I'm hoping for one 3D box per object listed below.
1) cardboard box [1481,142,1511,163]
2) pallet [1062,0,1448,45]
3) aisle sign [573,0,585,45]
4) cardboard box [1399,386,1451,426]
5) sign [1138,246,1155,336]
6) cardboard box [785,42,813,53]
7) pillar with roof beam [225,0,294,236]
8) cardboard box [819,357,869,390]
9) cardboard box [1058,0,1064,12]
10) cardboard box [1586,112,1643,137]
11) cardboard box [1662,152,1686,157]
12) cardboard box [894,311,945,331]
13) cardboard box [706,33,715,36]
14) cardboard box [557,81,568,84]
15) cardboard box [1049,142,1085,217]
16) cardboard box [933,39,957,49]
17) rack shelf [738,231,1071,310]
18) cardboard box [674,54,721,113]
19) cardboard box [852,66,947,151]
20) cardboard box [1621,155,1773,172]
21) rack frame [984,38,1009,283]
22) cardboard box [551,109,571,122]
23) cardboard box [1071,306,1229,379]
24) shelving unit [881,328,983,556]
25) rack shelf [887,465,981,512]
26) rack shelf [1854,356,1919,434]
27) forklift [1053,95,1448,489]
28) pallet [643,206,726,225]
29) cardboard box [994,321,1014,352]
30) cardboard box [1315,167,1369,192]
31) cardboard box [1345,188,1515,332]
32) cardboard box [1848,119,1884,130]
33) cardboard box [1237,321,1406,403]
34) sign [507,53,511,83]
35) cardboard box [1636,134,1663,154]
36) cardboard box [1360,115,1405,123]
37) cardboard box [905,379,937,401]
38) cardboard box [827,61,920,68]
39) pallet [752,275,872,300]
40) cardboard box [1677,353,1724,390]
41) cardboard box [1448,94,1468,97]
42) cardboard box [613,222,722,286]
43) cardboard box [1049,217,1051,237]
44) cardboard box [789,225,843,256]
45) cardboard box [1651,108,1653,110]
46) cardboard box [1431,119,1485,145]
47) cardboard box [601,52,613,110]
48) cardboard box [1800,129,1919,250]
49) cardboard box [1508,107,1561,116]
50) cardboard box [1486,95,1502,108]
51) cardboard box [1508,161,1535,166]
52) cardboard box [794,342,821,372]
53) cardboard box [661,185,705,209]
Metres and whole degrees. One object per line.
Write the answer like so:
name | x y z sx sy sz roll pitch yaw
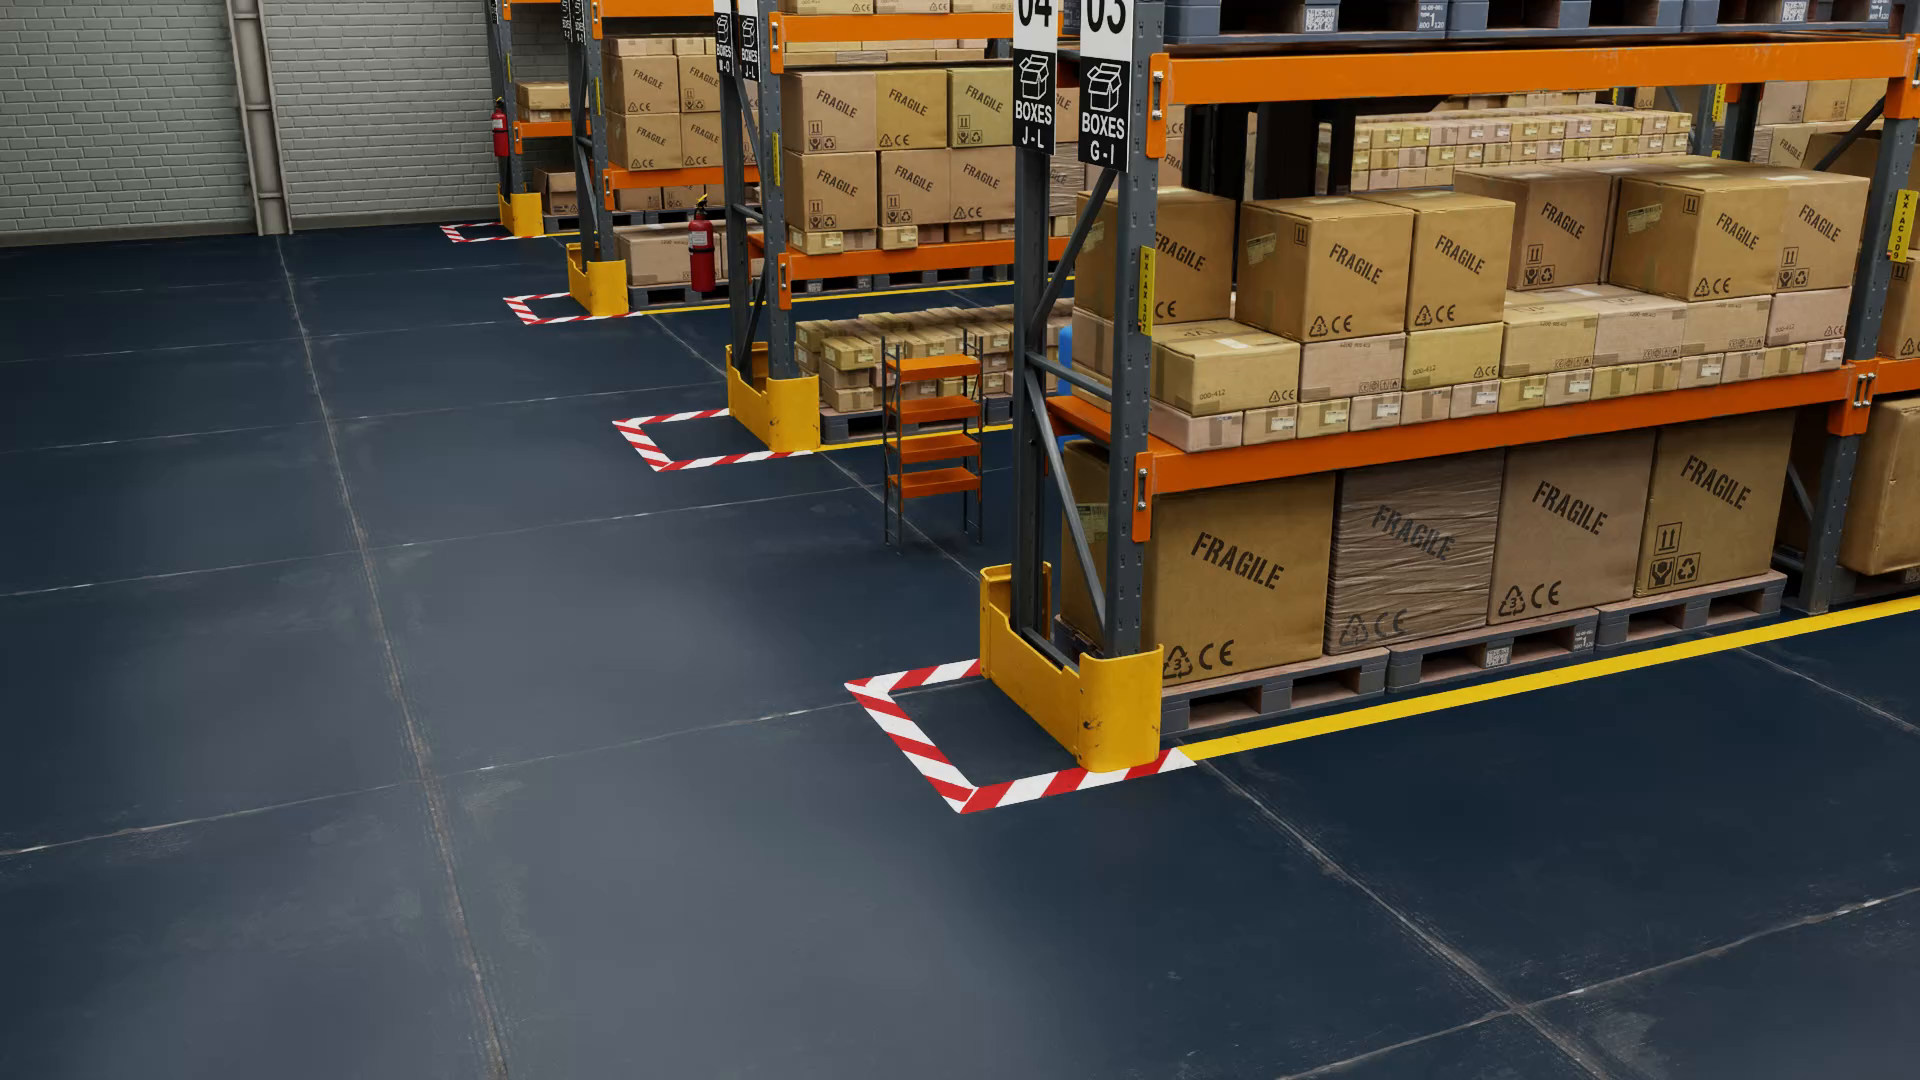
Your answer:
cardboard box | 4.032 -3.015 12.865 0.250 0.149 0.380 -9 21 -23
pallet | 1.161 -2.131 6.674 1.213 0.211 1.003 -8 21 -22
aisle sign | -3.392 -4.807 14.744 0.004 0.787 0.394 -8 21 -22
cardboard box | 1.884 -0.620 7.145 0.250 0.149 0.380 -9 21 -23
sign | 0.698 -0.933 6.231 0.005 0.325 0.100 -8 21 -22
cardboard box | -1.565 -4.657 15.599 0.250 0.149 0.380 -9 21 -23
pillar with roof beam | -6.538 -6.629 14.800 0.400 9.000 9.100 -8 21 -22
cardboard box | -0.805 -1.167 11.532 0.250 0.149 0.380 -7 21 -20
cardboard box | 0.557 -3.712 11.258 0.500 0.250 0.500 -8 21 -22
cardboard box | 5.218 -3.324 13.297 0.250 0.149 0.380 -7 21 -20
cardboard box | 5.687 -3.110 13.583 0.250 0.149 0.380 -8 21 -21
cardboard box | -0.298 -1.567 12.220 0.250 0.149 0.380 -9 21 -24
cardboard box | -2.248 -4.746 15.851 0.250 0.149 0.380 -8 21 -22
cardboard box | -4.620 -5.471 20.321 0.500 0.250 0.500 -8 21 -22
cardboard box | 0.536 -2.553 11.657 0.500 0.500 0.500 -9 21 -23
cardboard box | -0.210 -4.891 16.263 0.250 0.149 0.380 -8 21 -21
rack shelf | 0.449 -2.106 12.071 4.000 0.370 1.077 -8 21 -22
cardboard box | -2.416 -4.244 15.403 0.500 0.500 0.500 -9 21 -23
cardboard box | -0.410 -2.888 11.104 0.500 0.500 0.500 -8 21 -20
cardboard box | 3.616 -1.621 8.259 0.500 0.500 0.500 -8 21 -22
rack frame | 0.232 -4.205 16.949 0.127 3.000 1.000 -8 21 -22
cardboard box | -4.785 -5.081 19.814 0.250 0.149 0.380 -8 21 -21
cardboard box | 0.824 -0.871 7.258 0.500 0.250 0.500 -9 21 -23
shelving unit | -0.152 -0.544 9.261 0.503 1.200 0.258 -8 21 -22
rack shelf | -0.152 -0.293 9.349 0.480 0.148 0.258 -8 21 -22
rack shelf | 5.993 -1.107 9.232 4.000 0.370 1.077 -8 21 -22
forklift | 2.133 -1.720 9.994 3.031 2.935 1.130 -9 21 -24
pallet | -3.491 -4.151 20.994 1.213 0.211 1.003 -8 21 -22
cardboard box | 0.429 -1.461 11.920 0.250 0.149 0.380 -8 21 -21
cardboard box | 2.829 -2.700 12.420 0.250 0.149 0.380 -9 21 -25
cardboard box | 1.964 -1.197 7.053 0.500 0.500 0.500 -9 21 -23
cardboard box | 7.864 -3.458 14.676 0.500 0.500 0.500 -8 21 -22
cardboard box | 1.506 -0.778 6.992 0.500 0.250 0.500 -8 21 -23
sign | -5.196 -5.435 19.138 0.005 0.325 0.100 -8 21 -22
cardboard box | 5.440 -3.216 13.436 0.250 0.149 0.380 -7 21 -20
cardboard box | 3.302 -3.285 13.186 0.250 0.149 0.380 -8 21 -22
cardboard box | -0.347 -1.102 11.794 0.250 0.149 0.380 -8 21 -21
cardboard box | -0.601 -3.045 11.548 0.500 0.500 0.500 -9 21 -24
pallet | -1.620 -2.652 16.736 1.213 0.211 1.003 -8 21 -22
cardboard box | 3.299 -0.823 7.721 0.250 0.149 0.380 -8 21 -21
cardboard box | 5.370 -5.248 18.680 0.500 0.500 0.500 -8 21 -21
cardboard box | -2.875 -2.786 16.143 0.875 0.438 0.875 -9 21 -24
cardboard box | 0.452 -2.228 11.711 0.250 0.149 0.380 -7 21 -20
cardboard box | -0.960 -2.007 11.084 0.250 0.149 0.380 -8 21 -22
cardboard box | 8.205 -5.132 19.958 0.250 0.149 0.380 -8 21 -20
cardboard box | 3.784 -3.118 12.711 0.250 0.149 0.380 -8 21 -22
cardboard box | -3.093 -4.334 15.658 0.500 0.500 0.500 -7 21 -20
cardboard box | 4.740 -1.790 8.428 0.637 0.503 0.797 -9 21 -23
cardboard box | 4.741 -3.492 13.773 0.250 0.149 0.380 -9 21 -24
cardboard box | 5.989 -5.052 19.100 0.250 0.149 0.380 -9 21 -24
cardboard box | 4.258 -2.906 13.004 0.250 0.149 0.380 -9 21 -24
cardboard box | -1.016 -1.333 12.003 0.250 0.149 0.380 -9 21 -23
cardboard box | -3.486 -4.402 20.640 0.500 0.500 0.500 -8 21 -21
